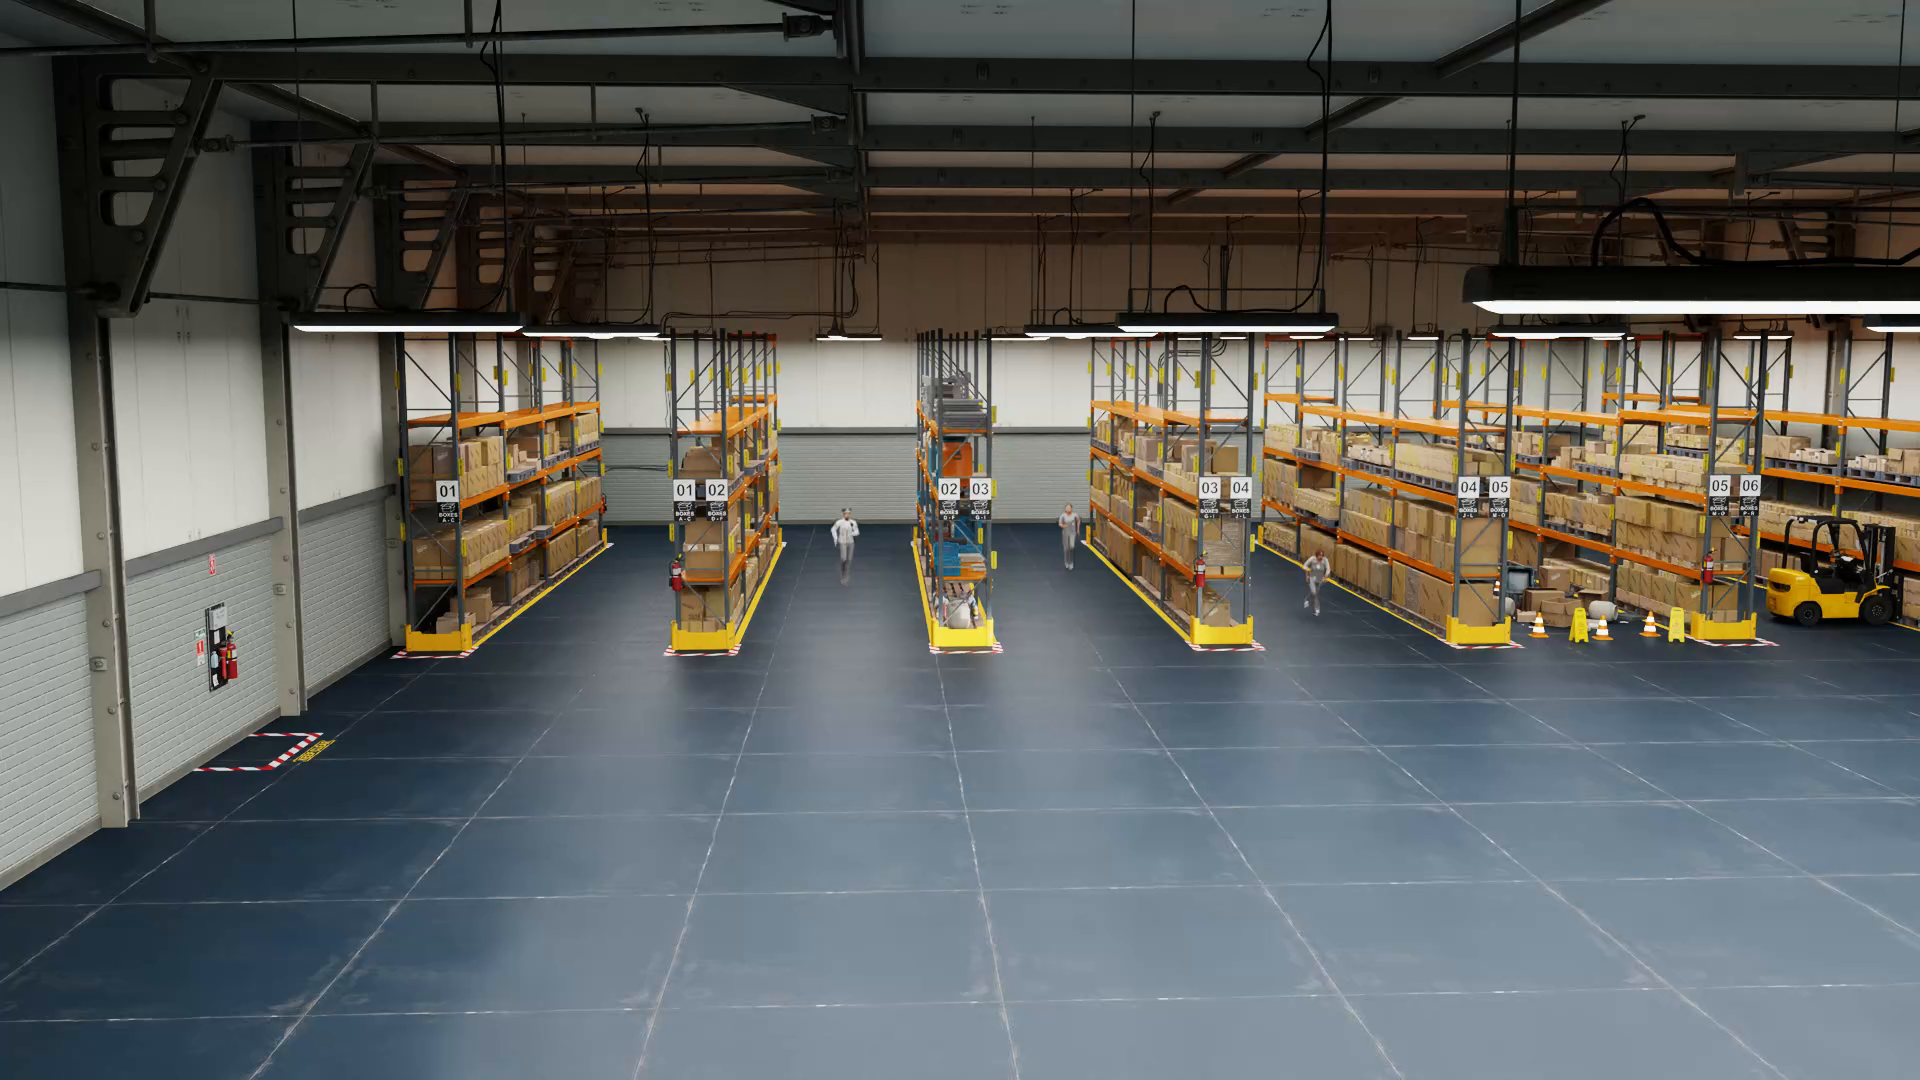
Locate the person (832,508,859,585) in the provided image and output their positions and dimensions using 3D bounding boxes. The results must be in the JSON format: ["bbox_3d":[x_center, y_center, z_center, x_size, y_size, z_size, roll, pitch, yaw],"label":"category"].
[{"bbox_3d":[-2.597,0.133,38.024,0.592,1.766,0.679,-2,7,-13],"label":"person"}]

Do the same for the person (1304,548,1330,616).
[{"bbox_3d":[7.551,0.851,35.378,0.525,1.443,0.988,0,7,-2],"label":"person"}]

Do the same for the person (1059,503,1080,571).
[{"bbox_3d":[2.781,-0.090,42.336,0.534,1.713,0.801,1,7,5],"label":"person"}]
